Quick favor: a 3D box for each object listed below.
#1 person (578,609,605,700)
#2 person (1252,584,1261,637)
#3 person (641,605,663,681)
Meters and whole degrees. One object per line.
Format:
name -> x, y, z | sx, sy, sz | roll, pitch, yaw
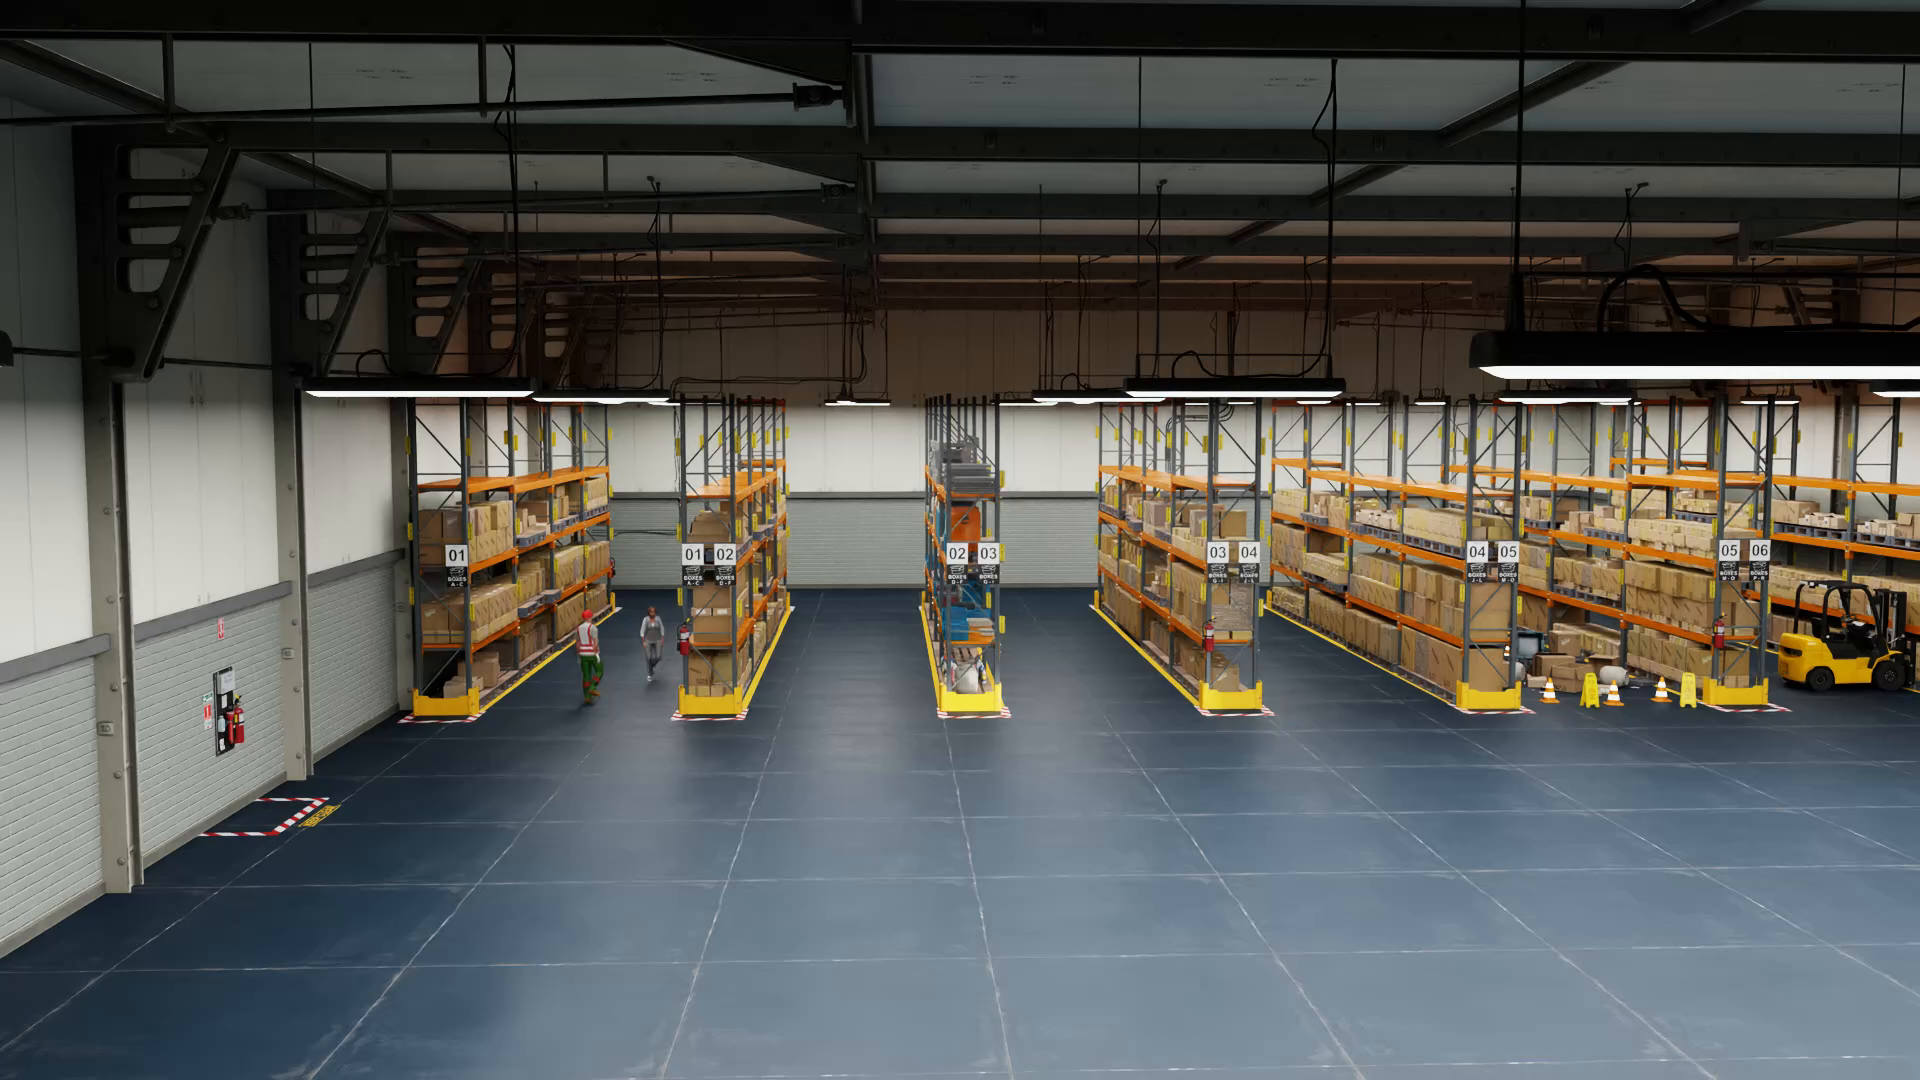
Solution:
person -> -7.272, 2.235, 32.682 | 0.523, 1.767, 0.527 | 0, 5, 4
person -> 7.262, 1.612, 41.613 | 0.511, 1.607, 0.800 | 0, 5, -3
person -> -6.482, 2.165, 35.078 | 0.504, 1.605, 0.510 | -2, 5, -24
